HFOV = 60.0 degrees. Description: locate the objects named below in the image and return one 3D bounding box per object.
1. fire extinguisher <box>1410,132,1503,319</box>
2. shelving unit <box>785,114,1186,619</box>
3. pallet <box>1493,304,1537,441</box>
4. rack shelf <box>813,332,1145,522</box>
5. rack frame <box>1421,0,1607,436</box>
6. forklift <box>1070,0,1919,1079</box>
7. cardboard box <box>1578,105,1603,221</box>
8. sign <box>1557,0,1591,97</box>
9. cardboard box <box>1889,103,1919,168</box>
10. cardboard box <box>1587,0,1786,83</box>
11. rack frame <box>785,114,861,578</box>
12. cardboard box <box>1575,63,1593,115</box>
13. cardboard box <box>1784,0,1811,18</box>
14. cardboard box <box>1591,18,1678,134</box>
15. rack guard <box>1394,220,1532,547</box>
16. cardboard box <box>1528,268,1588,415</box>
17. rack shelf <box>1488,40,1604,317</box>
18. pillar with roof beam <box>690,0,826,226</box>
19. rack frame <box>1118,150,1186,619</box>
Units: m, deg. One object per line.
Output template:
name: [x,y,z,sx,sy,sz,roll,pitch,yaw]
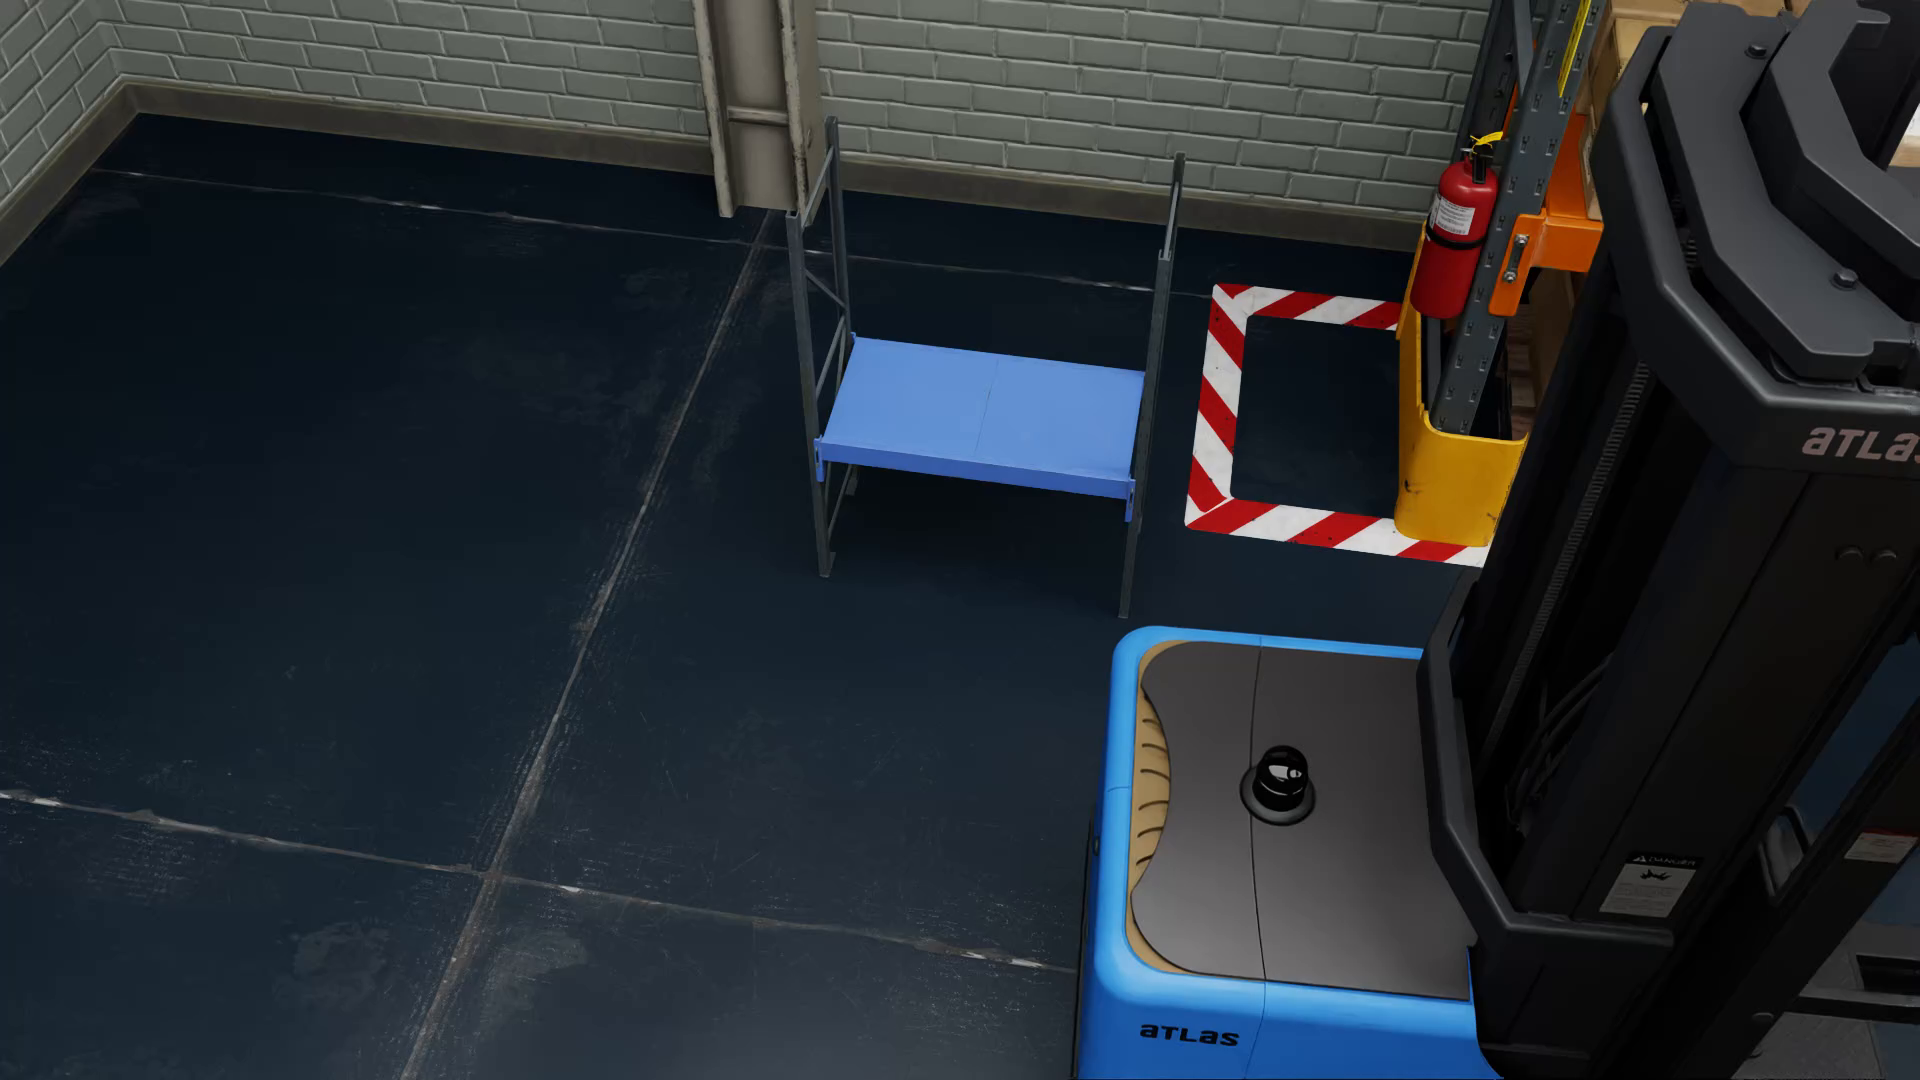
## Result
fire extinguisher: [1.477,-0.961,4.899,0.183,0.674,0.296,8,49,7]
shelving unit: [0.084,-0.490,5.182,1.048,1.500,0.538,8,49,7]
pallet: [2.563,-0.383,5.953,1.213,0.211,1.003,8,49,7]
rack shelf: [0.084,-0.370,5.316,1.000,0.185,0.538,8,49,7]
rack frame: [1.704,-1.430,5.018,0.127,3.000,1.000,8,49,7]
forklift: [1.825,0.423,3.399,3.031,2.935,1.130,5,48,4]
cardboard box: [1.978,-1.102,4.892,0.250,0.149,0.380,7,48,7]
sign: [1.607,-1.322,4.339,0.005,0.325,0.100,8,49,7]
cardboard box: [2.598,-1.156,4.673,0.500,0.250,0.500,8,49,7]
cardboard box: [2.203,-1.613,5.083,0.500,0.250,0.500,9,49,8]
rack frame: [-0.416,-0.557,5.242,0.032,1.500,0.500,8,49,7]
cardboard box: [2.077,-1.499,5.249,0.250,0.149,0.380,7,48,6]
cardboard box: [2.711,-1.544,5.021,0.500,0.250,0.500,8,49,7]
cardboard box: [2.102,-1.222,4.732,0.500,0.250,0.500,8,49,7]
rack guard: [1.778,-0.584,5.939,0.348,0.500,1.175,8,49,7]
cardboard box: [2.289,-0.586,5.656,0.637,0.503,0.797,6,48,5]
rack shelf: [3.672,-0.925,5.048,4.000,0.370,1.077,8,49,7]
pillar with roof beam: [-1.555,-1.300,0.869,0.400,9.000,9.100,8,49,7]
rack frame: [0.584,-0.423,5.122,0.032,1.500,0.500,8,49,7]
